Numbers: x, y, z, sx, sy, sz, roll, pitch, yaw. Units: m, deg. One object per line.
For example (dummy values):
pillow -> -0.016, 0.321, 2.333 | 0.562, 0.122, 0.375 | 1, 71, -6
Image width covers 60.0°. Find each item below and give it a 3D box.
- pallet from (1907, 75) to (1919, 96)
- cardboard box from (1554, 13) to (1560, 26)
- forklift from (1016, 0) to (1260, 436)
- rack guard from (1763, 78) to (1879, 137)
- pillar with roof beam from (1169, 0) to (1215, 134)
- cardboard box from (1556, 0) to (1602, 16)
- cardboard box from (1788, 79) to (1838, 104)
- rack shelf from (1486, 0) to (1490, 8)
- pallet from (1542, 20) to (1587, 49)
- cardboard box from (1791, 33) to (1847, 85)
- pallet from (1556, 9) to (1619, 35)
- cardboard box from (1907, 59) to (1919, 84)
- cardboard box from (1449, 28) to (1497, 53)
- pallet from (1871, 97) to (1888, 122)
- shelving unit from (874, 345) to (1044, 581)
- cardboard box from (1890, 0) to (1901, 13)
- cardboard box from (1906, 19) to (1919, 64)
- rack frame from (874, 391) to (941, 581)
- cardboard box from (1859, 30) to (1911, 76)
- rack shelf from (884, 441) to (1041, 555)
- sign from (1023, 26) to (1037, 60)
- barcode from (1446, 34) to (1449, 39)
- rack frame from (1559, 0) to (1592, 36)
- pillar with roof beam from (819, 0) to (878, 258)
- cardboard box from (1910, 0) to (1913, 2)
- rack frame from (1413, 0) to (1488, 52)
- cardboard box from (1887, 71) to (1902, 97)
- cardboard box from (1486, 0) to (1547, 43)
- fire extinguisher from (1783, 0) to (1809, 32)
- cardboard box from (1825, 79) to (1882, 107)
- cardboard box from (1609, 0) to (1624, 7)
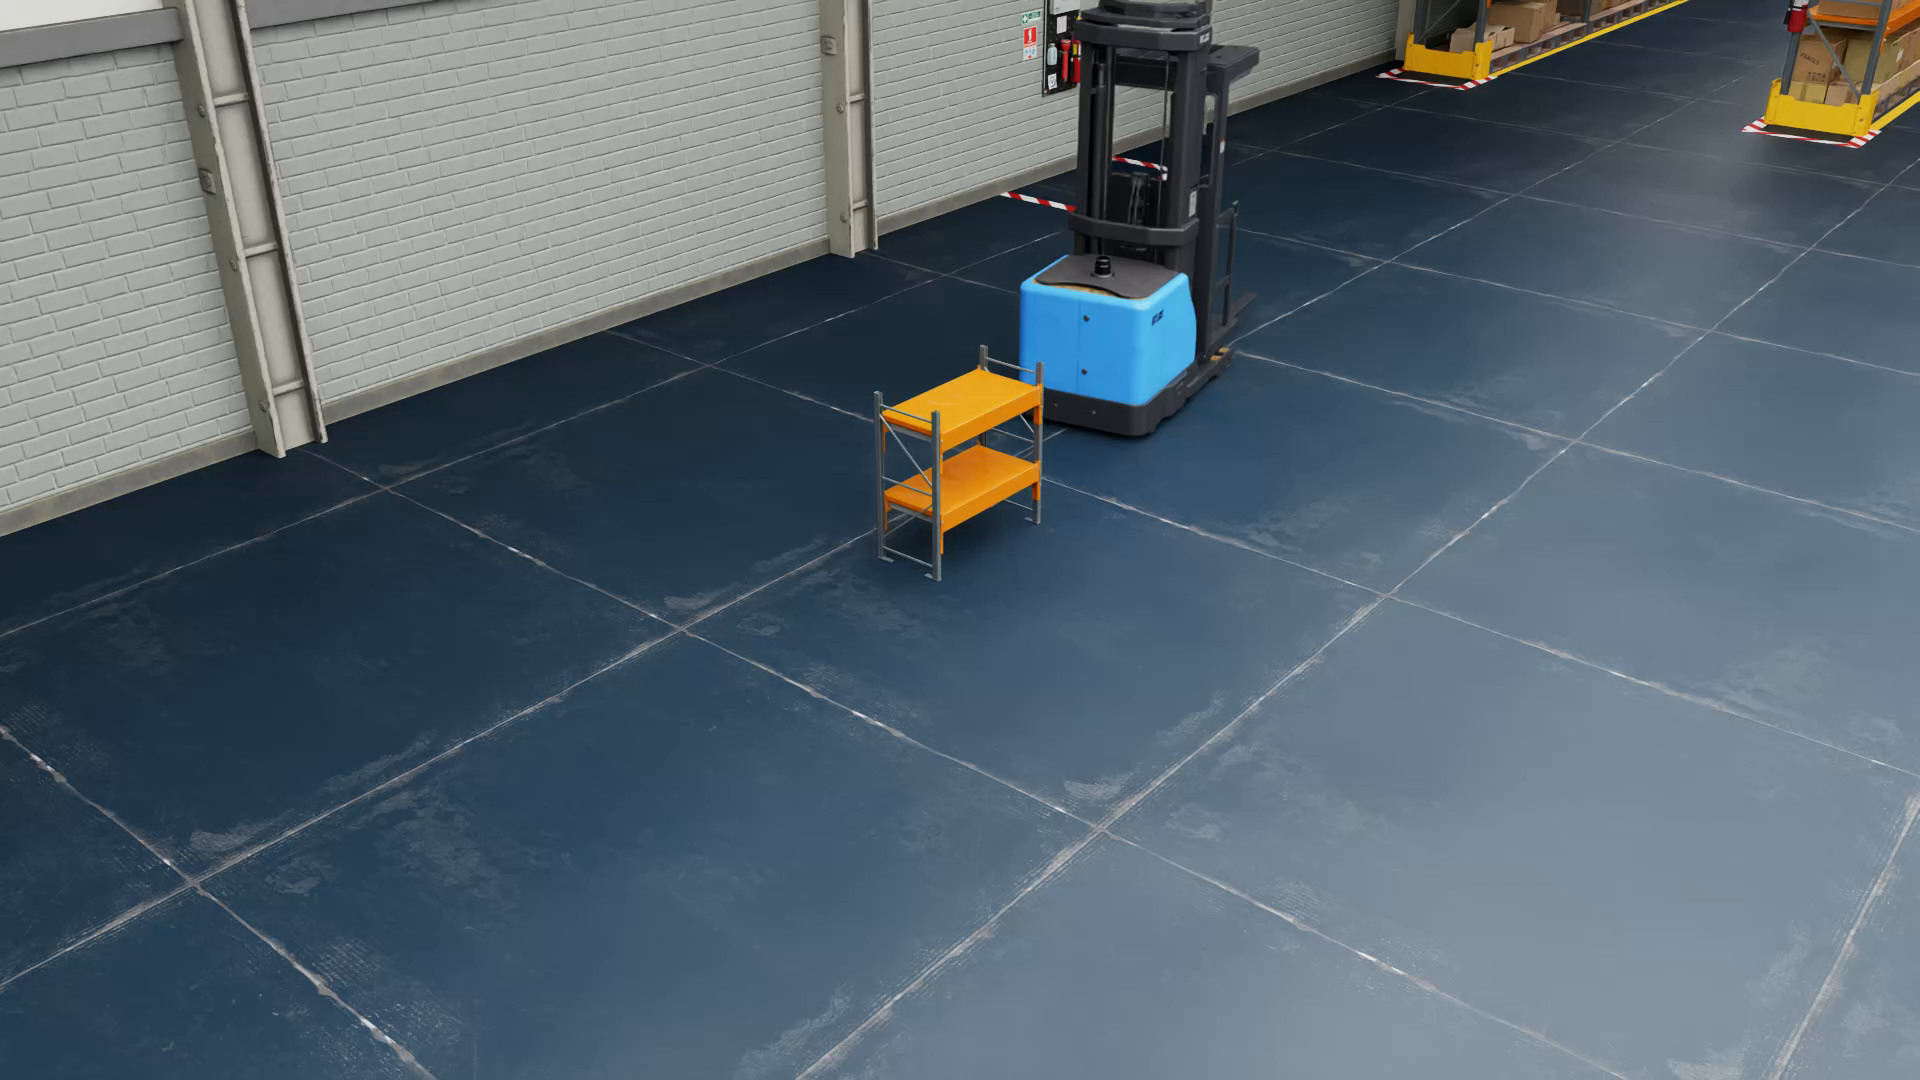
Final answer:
pallet -> 12.645, -6.375, 22.844 | 1.003, 0.211, 1.213 | 21, 34, 34
cardboard box -> 9.041, -8.068, 25.687 | 0.380, 0.166, 0.250 | 16, 31, 28
forklift -> 1.560, -2.697, 12.774 | 1.130, 2.935, 3.031 | 14, 30, 25
rack guard -> 10.624, -5.347, 20.541 | 1.175, 0.500, 0.348 | 21, 34, 34
pillar with roof beam -> 6.097, -7.692, 15.825 | 9.100, 9.000, 0.400 | 21, 34, 34
cardboard box -> 9.814, -8.681, 26.508 | 0.700, 0.500, 0.500 | 22, 35, 36
cardboard box -> 10.752, -5.707, 21.053 | 0.500, 0.250, 0.500 | 21, 34, 34
rack shelf -> 8.086, -8.301, 24.315 | 1.077, 0.370, 4.000 | 21, 34, 34
pallet -> 8.959, -7.843, 25.681 | 1.003, 0.211, 1.213 | 21, 34, 34
cardboard box -> 10.750, -6.041, 20.882 | 0.500, 0.500, 0.500 | 21, 34, 34
pallet -> 9.853, -8.368, 26.696 | 1.003, 0.211, 1.213 | 21, 34, 34
cardboard box -> 12.425, -6.265, 22.130 | 0.500, 0.250, 0.500 | 21, 34, 34
cardboard box -> 7.324, -7.132, 23.719 | 0.500, 0.311, 0.500 | 17, 32, 29
pallet -> 11.093, -5.510, 21.172 | 1.003, 0.211, 1.213 | 21, 34, 34
shelving unit -> 0.004, -0.502, 10.496 | 0.538, 1.125, 1.048 | 21, 34, 34
cardboard box -> 11.276, -6.859, 20.635 | 0.700, 0.500, 0.500 | 22, 34, 36
cardboard box -> 12.415, -6.601, 21.965 | 0.500, 0.500, 0.500 | 21, 34, 34
rack frame -> -0.319, -0.322, 10.148 | 0.500, 1.125, 0.032 | 21, 34, 34
cardboard box -> 11.776, -6.248, 21.282 | 0.500, 0.500, 0.500 | 21, 34, 34
rack shelf -> 0.004, -0.285, 10.609 | 0.538, 0.278, 1.000 | 21, 34, 34
sign -> 0.743, -5.270, 17.634 | 0.001, 0.329, 0.234 | 21, 34, 34
barcode -> 7.027, -7.259, 23.955 | 0.001, 0.075, 0.075 | 21, 34, 34
rack frame -> 9.358, -9.330, 25.521 | 1.000, 3.000, 0.127 | 21, 34, 34
pillar with roof beam -> 2.281, -5.565, 11.713 | 9.100, 9.000, 0.400 | 21, 34, 34
cardboard box -> 11.928, -7.221, 21.335 | 0.700, 0.500, 0.500 | 22, 35, 36
rack frame -> 6.814, -7.912, 22.779 | 1.000, 3.000, 0.127 | 21, 34, 34
cardboard box -> 11.785, -5.911, 21.447 | 0.500, 0.250, 0.500 | 21, 34, 34
cardboard box -> 8.192, -7.664, 24.541 | 0.700, 0.500, 0.500 | 18, 33, 31
fire extinguisher -> 10.205, -6.525, 20.182 | 0.296, 0.674, 0.183 | 21, 34, 34
cardboard box -> 11.152, -5.556, 20.760 | 0.500, 0.250, 0.500 | 21, 34, 34
cardboard box -> 10.459, -9.048, 27.217 | 0.700, 0.500, 0.500 | 21, 34, 35
